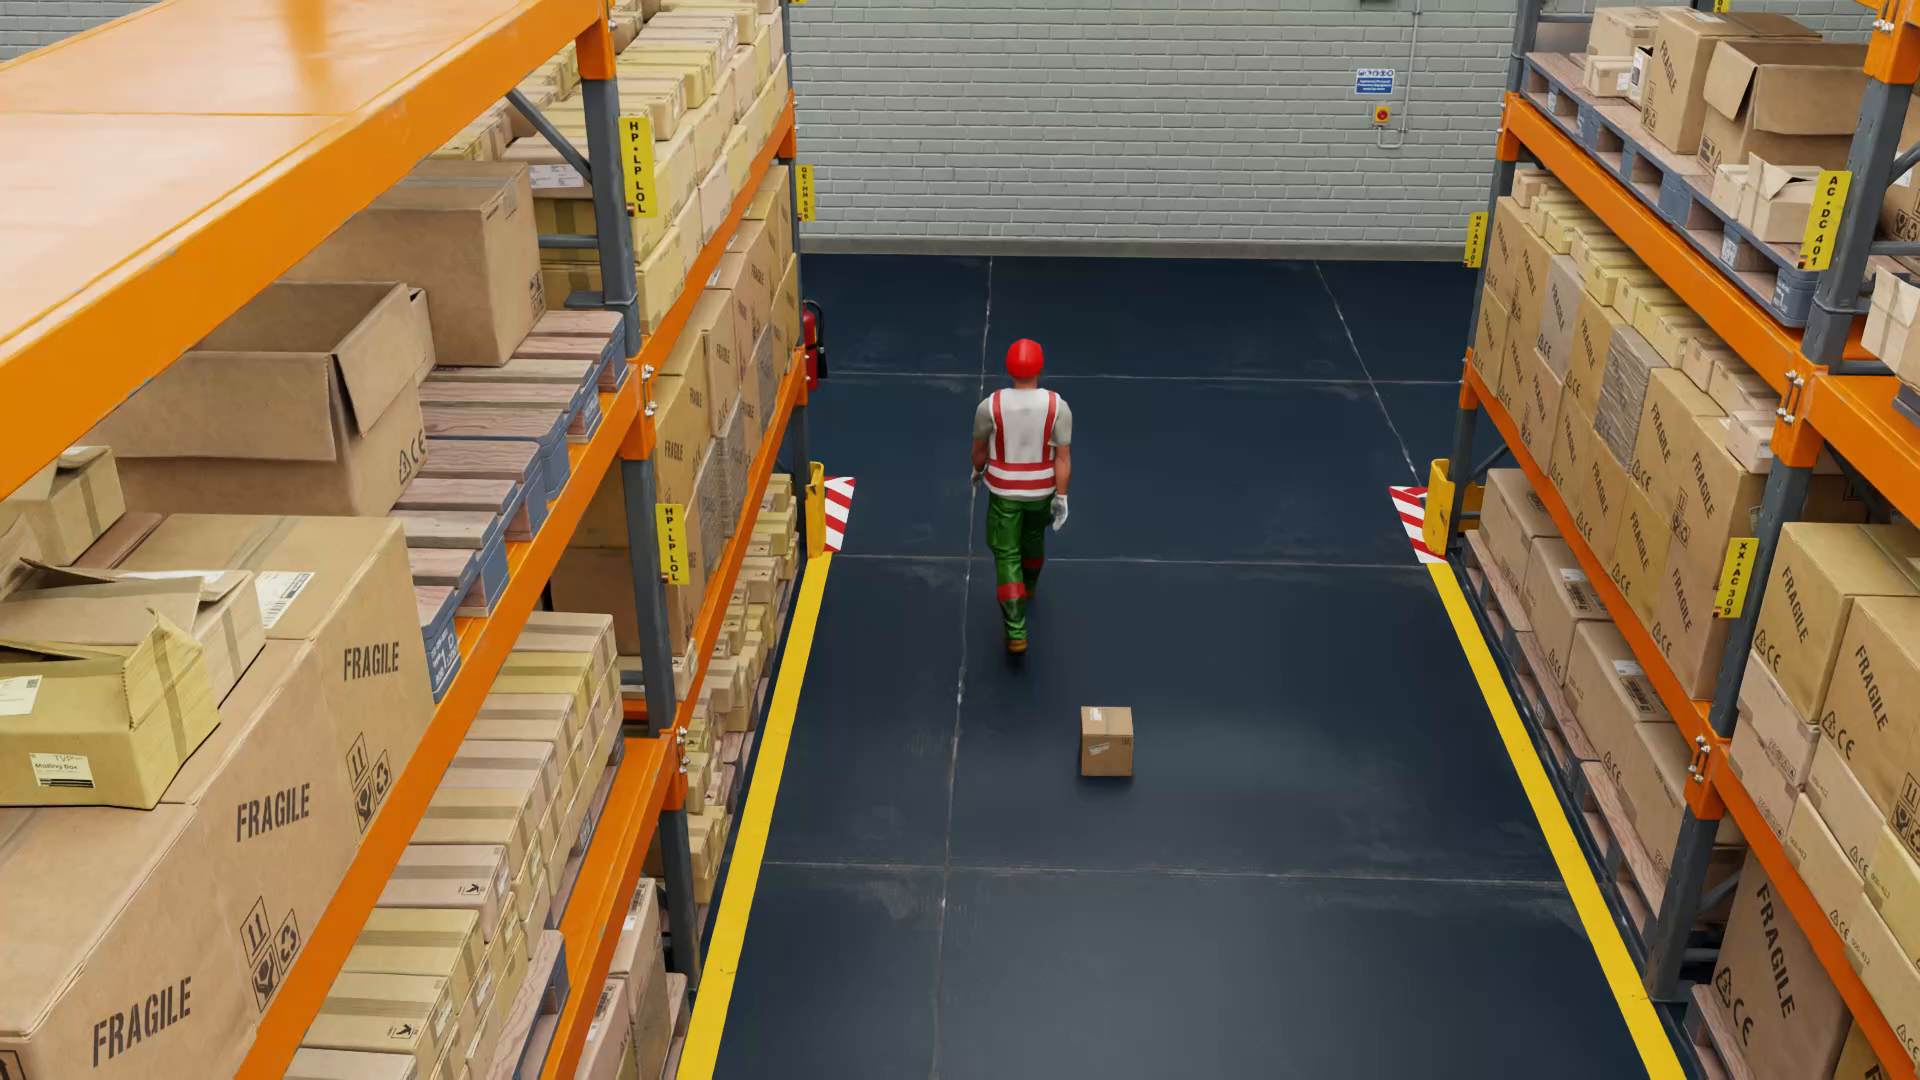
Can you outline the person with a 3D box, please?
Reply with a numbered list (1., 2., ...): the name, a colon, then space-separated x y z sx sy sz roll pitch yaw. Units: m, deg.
1. person: 0.329 -0.309 9.192 0.529 1.747 1.056 -3 28 -5
